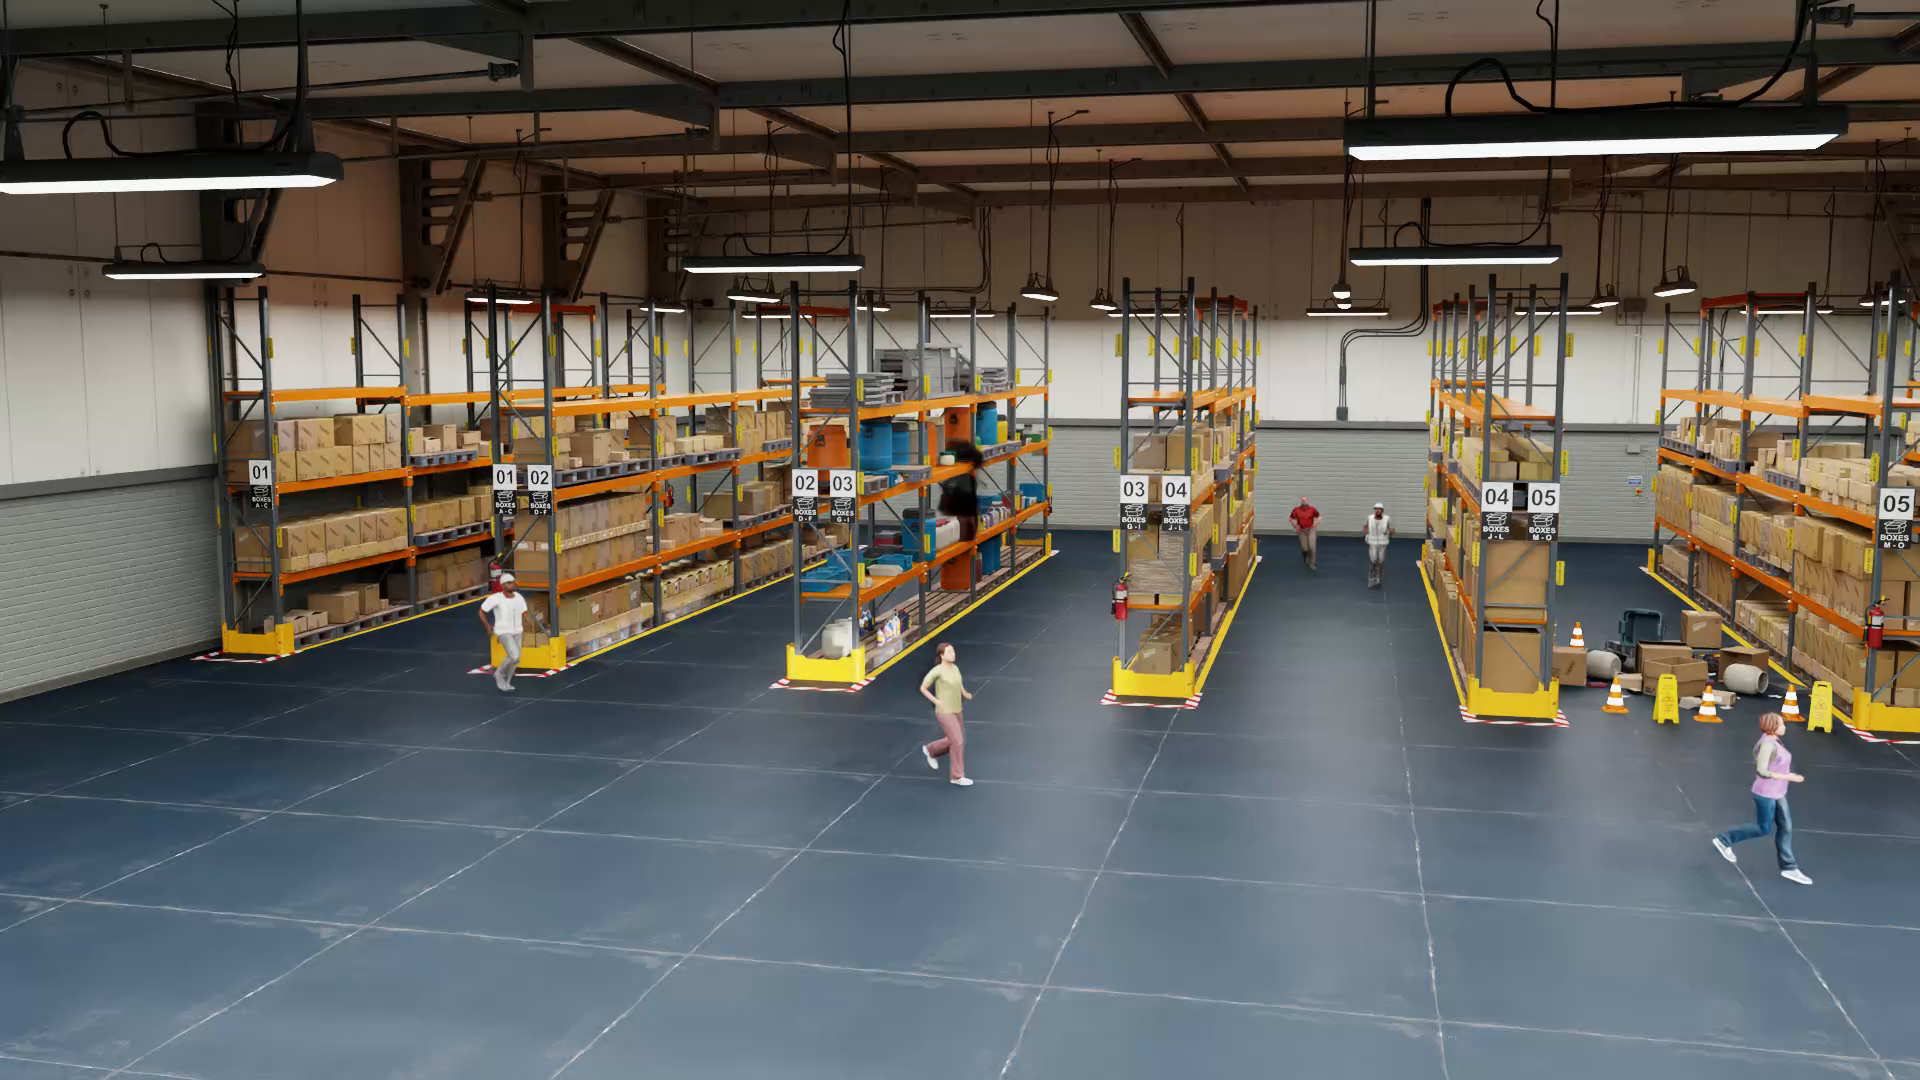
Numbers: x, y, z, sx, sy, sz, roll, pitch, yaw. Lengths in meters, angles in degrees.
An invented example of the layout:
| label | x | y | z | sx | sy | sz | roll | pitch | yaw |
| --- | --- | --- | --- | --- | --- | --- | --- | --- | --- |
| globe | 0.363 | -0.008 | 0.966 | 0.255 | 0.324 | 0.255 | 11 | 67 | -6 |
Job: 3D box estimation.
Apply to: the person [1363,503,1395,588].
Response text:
| label | x | y | z | sx | sy | sz | roll | pitch | yaw |
| --- | --- | --- | --- | --- | --- | --- | --- | --- | --- |
| person | 8.797 | 0.126 | 34.935 | 0.646 | 1.822 | 0.733 | 2 | 7 | 13 |

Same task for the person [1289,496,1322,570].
| label | x | y | z | sx | sy | sz | roll | pitch | yaw |
| --- | --- | --- | --- | --- | --- | --- | --- | --- | --- |
| person | 7.880 | -0.174 | 37.939 | 0.714 | 1.667 | 0.644 | 1 | 7 | 7 |

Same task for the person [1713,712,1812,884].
| label | x | y | z | sx | sy | sz | roll | pitch | yaw |
| --- | --- | --- | --- | --- | --- | --- | --- | --- | --- |
| person | 7.617 | 2.405 | 15.709 | 0.872 | 1.593 | 0.540 | 5 | 9 | 39 |

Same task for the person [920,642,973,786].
| label | x | y | z | sx | sy | sz | roll | pitch | yaw |
| --- | --- | --- | --- | --- | --- | --- | --- | --- | --- |
| person | -0.165 | 1.987 | 19.220 | 0.802 | 1.635 | 0.589 | 5 | 9 | 39 |

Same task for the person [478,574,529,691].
| label | x | y | z | sx | sy | sz | roll | pitch | yaw |
| --- | --- | --- | --- | --- | --- | --- | --- | --- | --- |
| person | -6.547 | 1.321 | 24.217 | 0.631 | 1.660 | 0.684 | 5 | 8 | 37 |
